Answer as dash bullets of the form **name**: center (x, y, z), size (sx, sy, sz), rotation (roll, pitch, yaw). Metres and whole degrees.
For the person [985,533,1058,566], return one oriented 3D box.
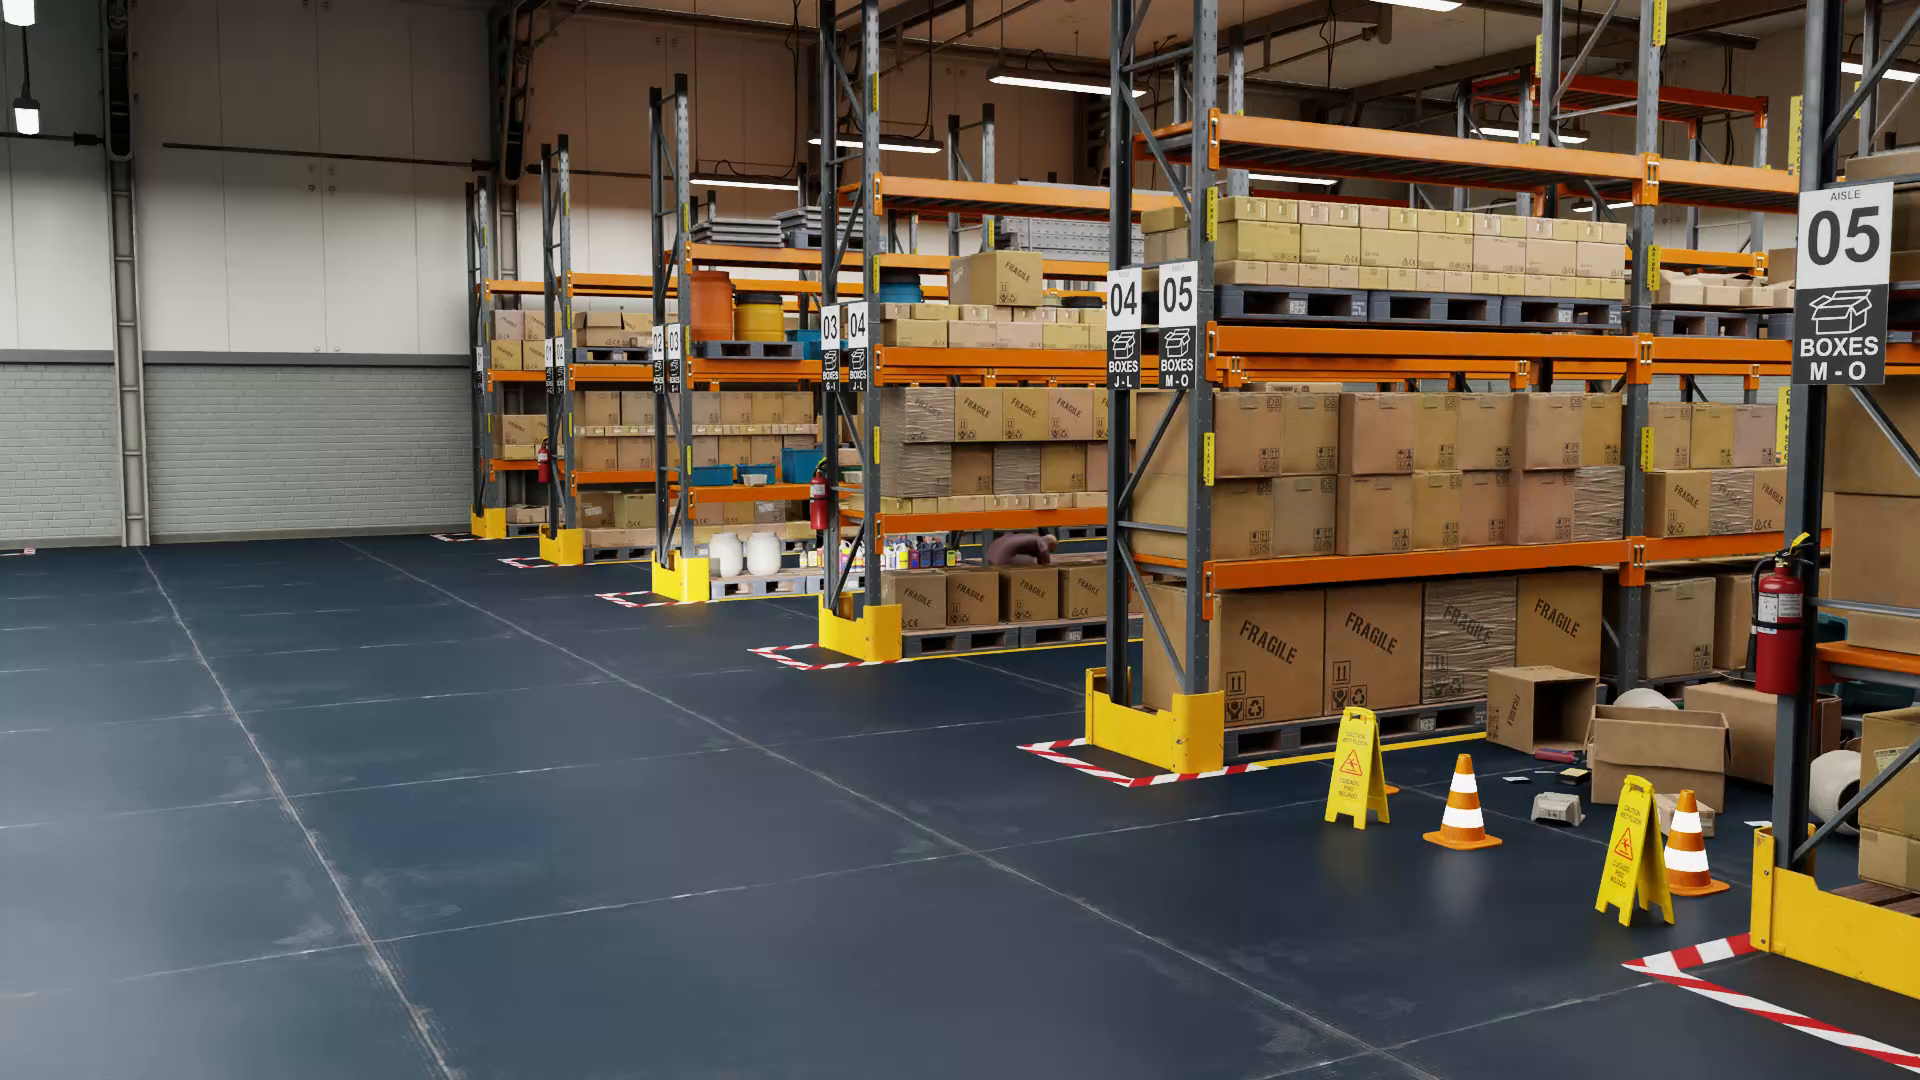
- **person**: center (0.731, 0.343, 18.990), size (0.945, 0.826, 0.573), rotation (-3, 6, -30)
